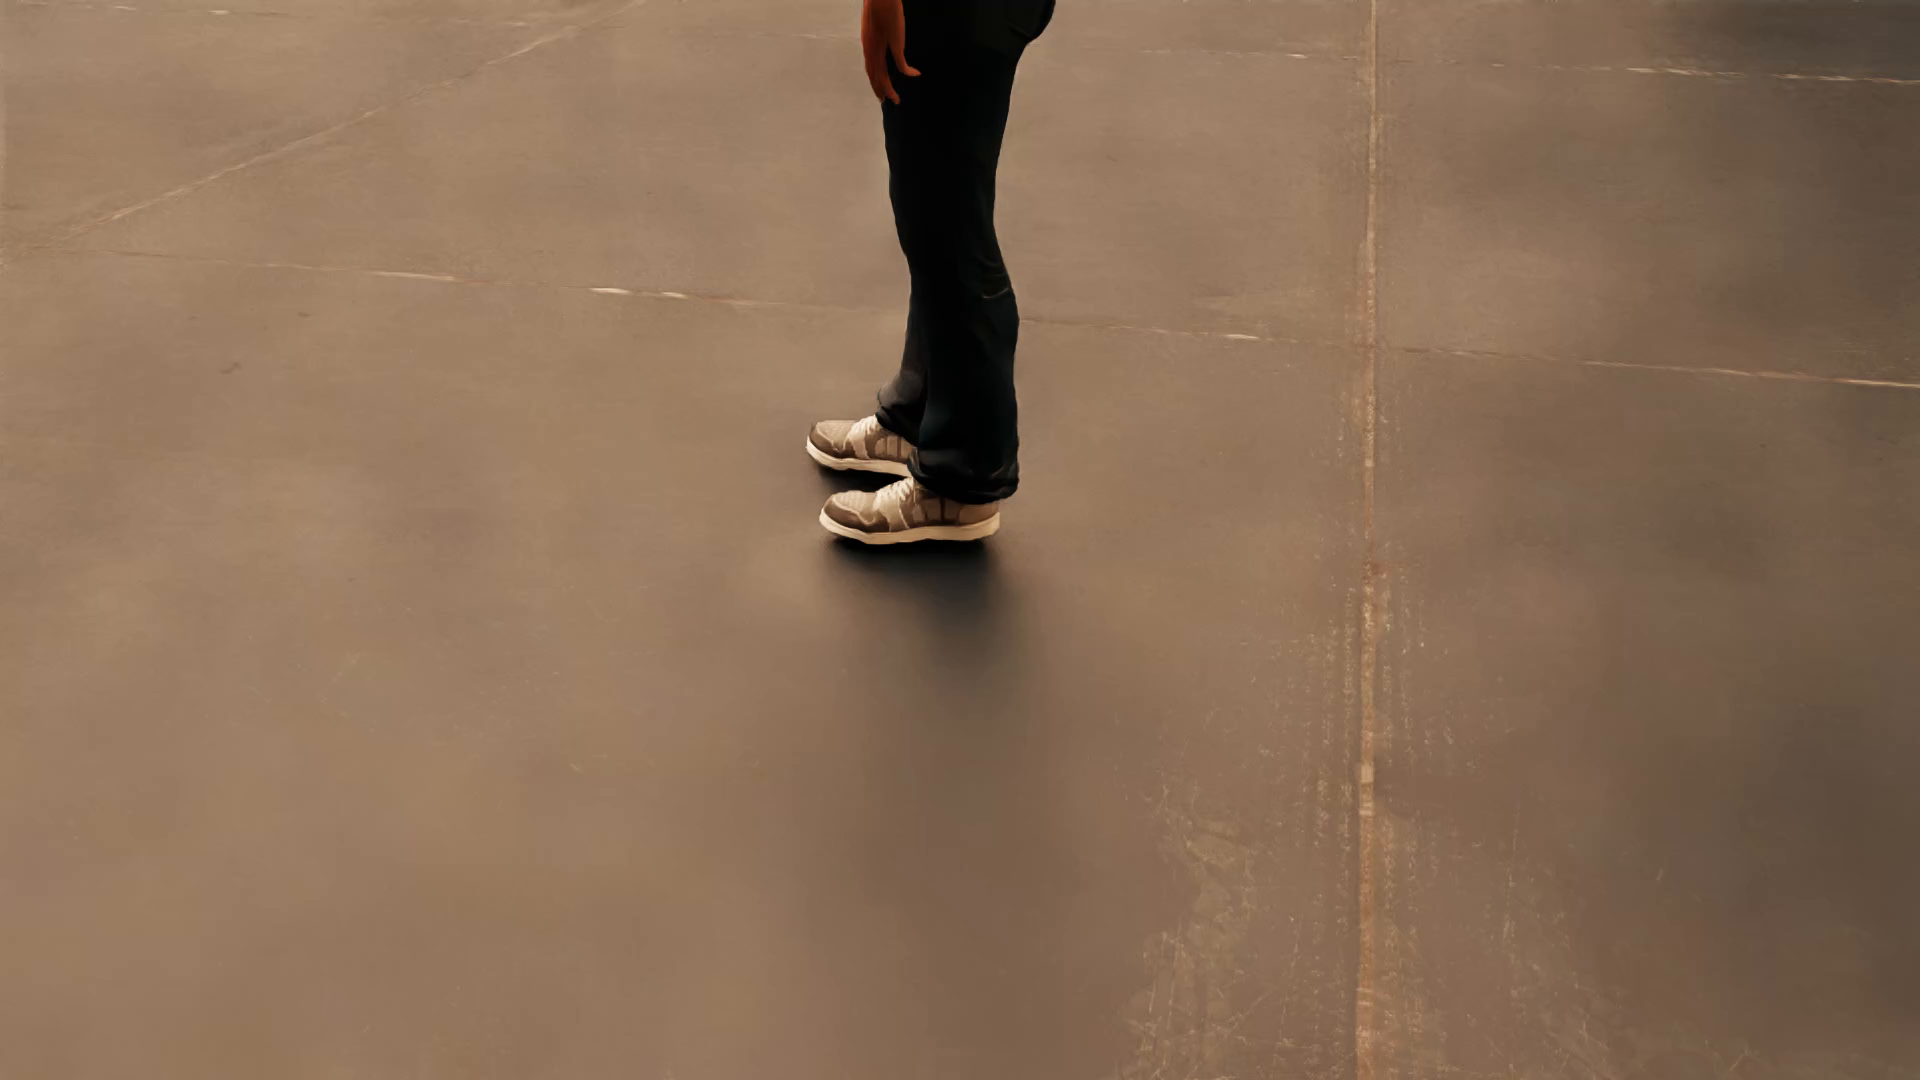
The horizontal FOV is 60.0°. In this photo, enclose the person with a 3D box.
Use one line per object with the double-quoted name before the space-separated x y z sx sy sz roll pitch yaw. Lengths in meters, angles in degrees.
"person" -0.069 -0.733 2.163 0.474 1.597 0.520 6 27 11
